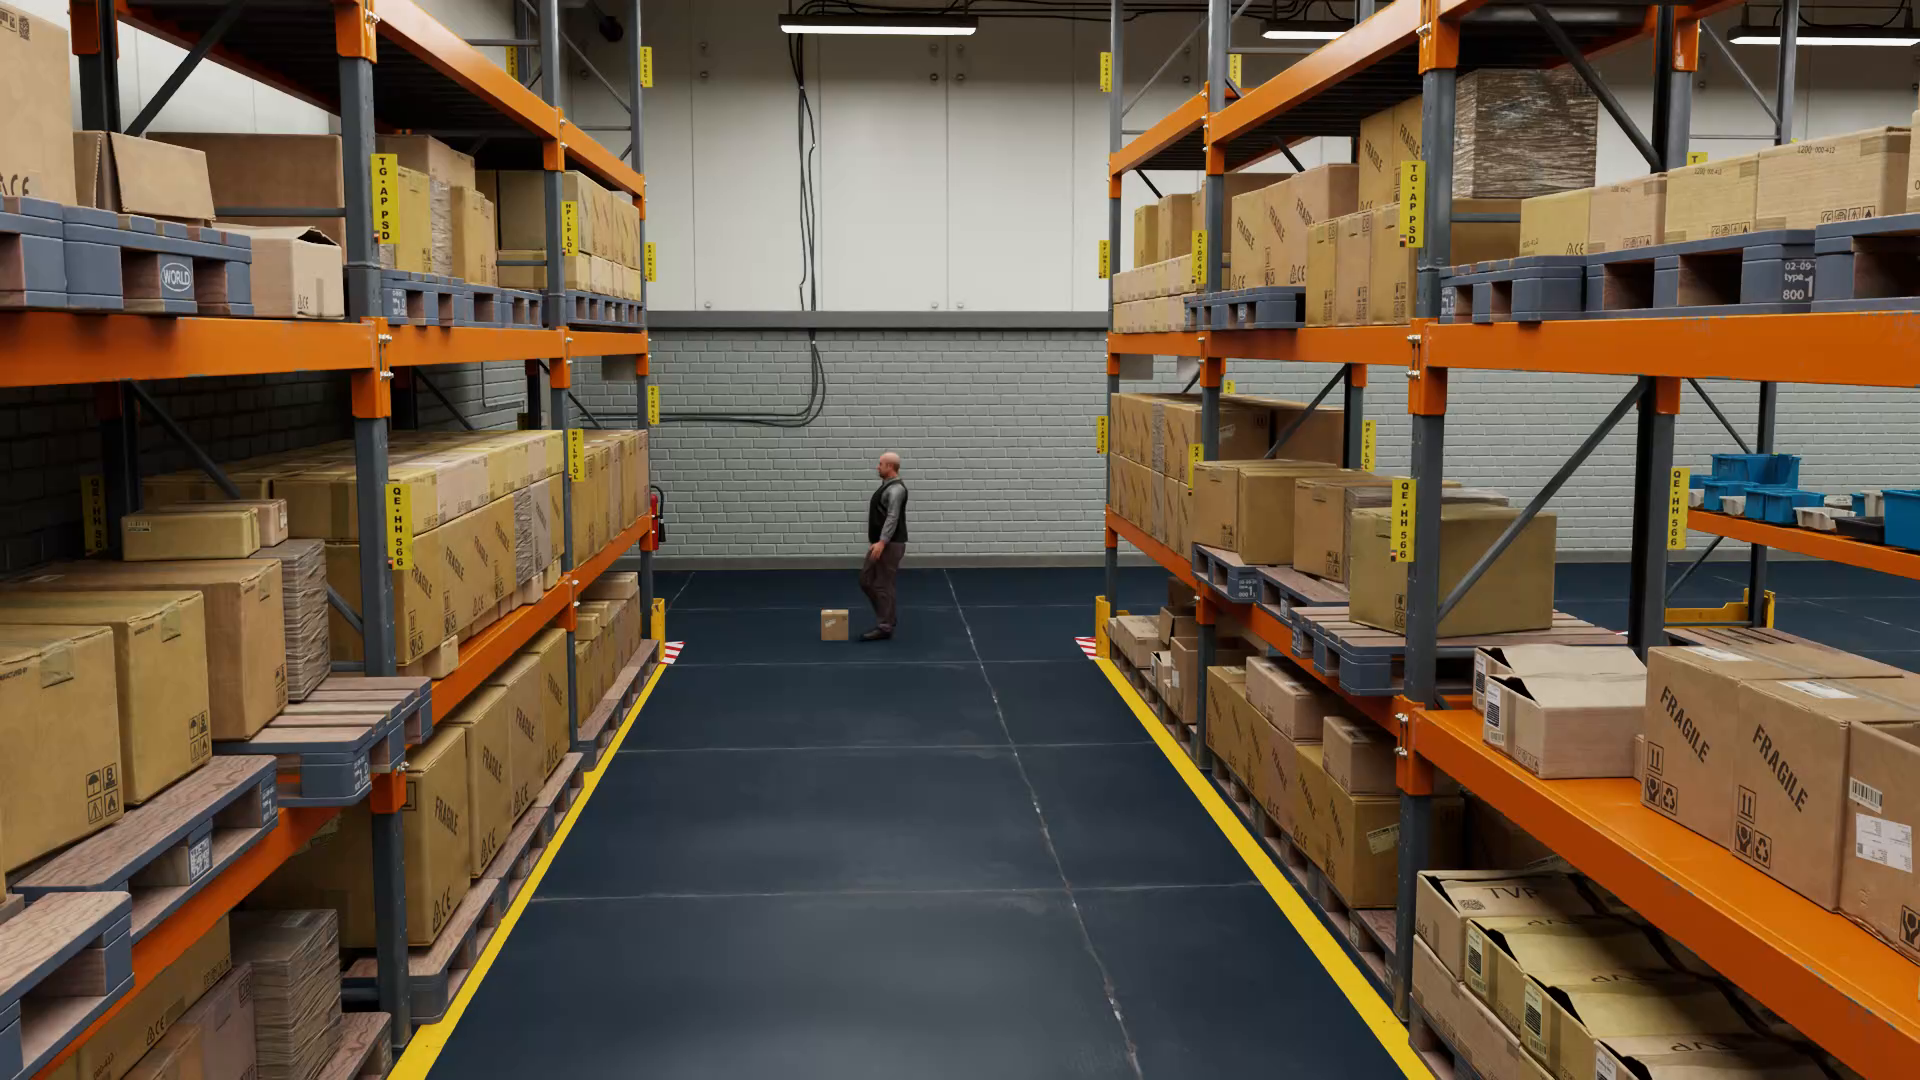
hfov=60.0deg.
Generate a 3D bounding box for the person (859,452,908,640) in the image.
[{"bbox_3d":[-0.709,0.065,15.354,0.456,1.745,0.595,-2,7,-13],"label":"person"}]
